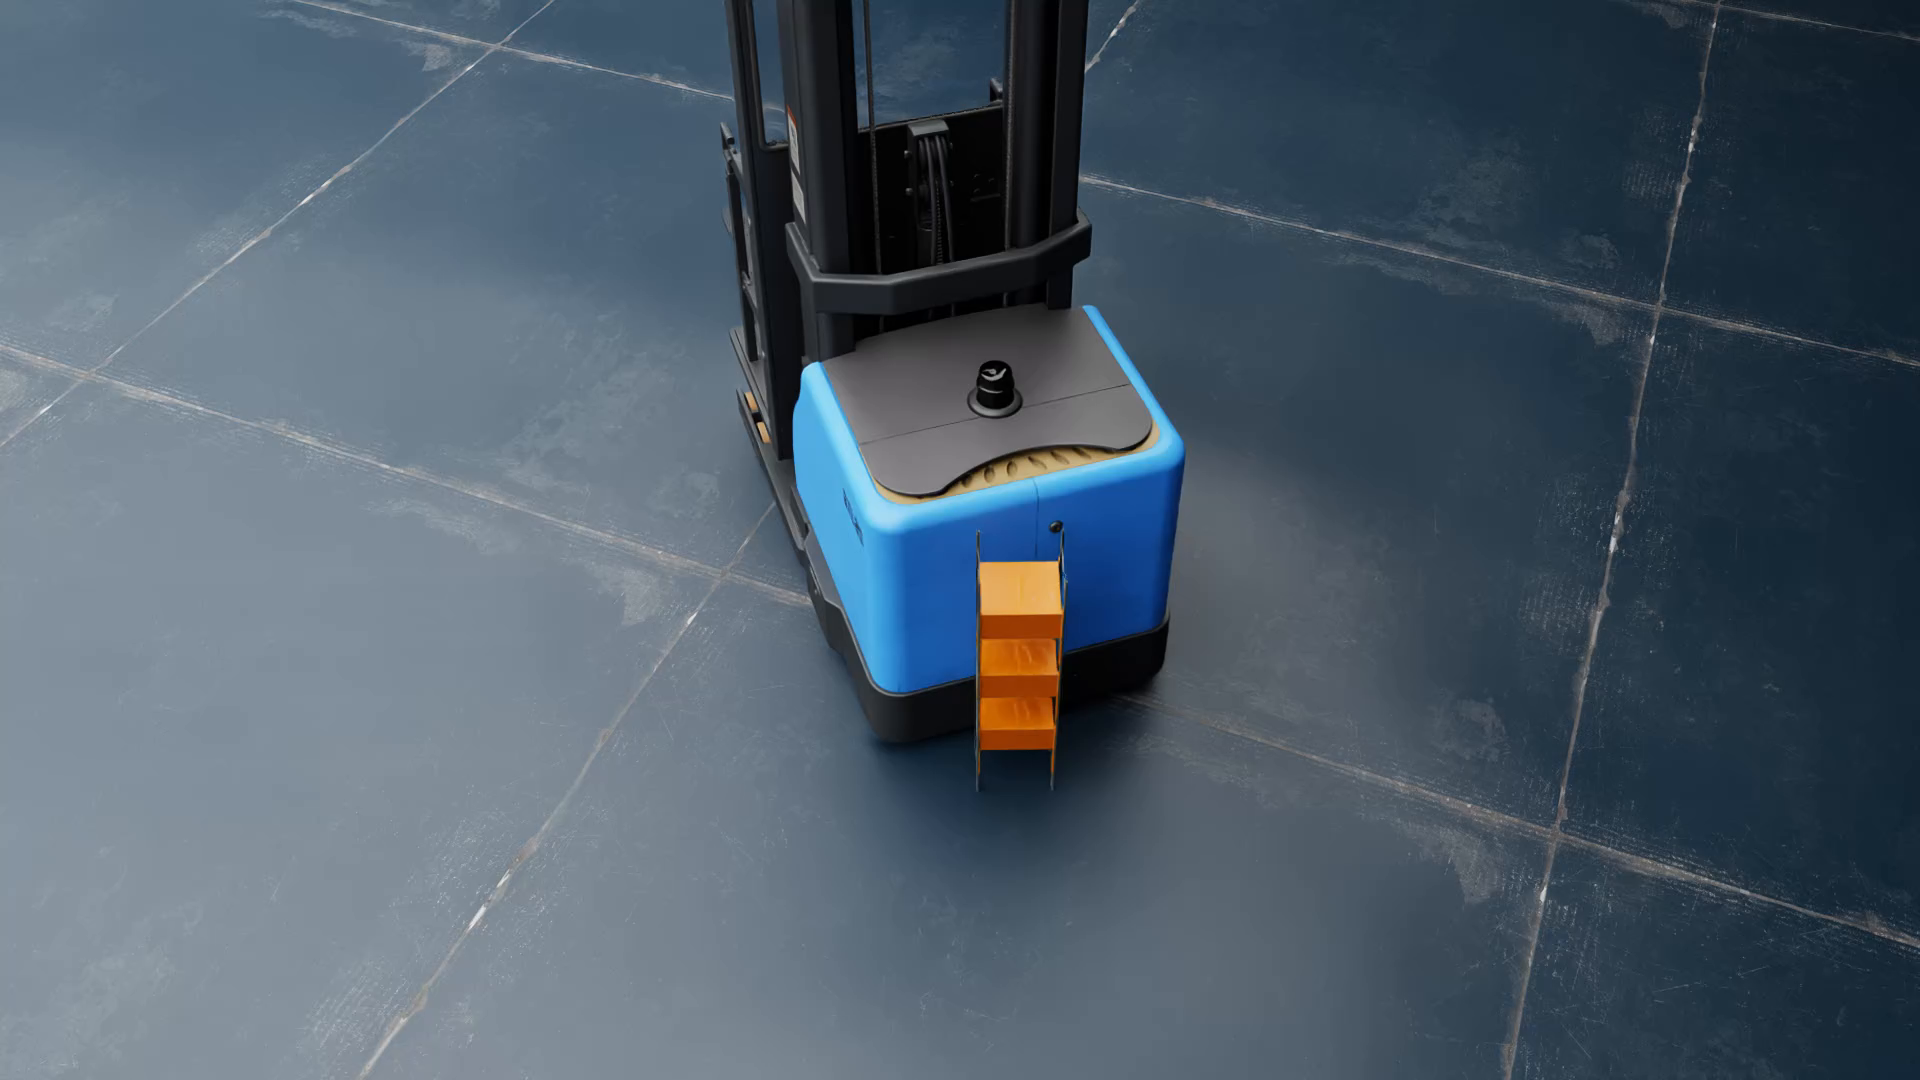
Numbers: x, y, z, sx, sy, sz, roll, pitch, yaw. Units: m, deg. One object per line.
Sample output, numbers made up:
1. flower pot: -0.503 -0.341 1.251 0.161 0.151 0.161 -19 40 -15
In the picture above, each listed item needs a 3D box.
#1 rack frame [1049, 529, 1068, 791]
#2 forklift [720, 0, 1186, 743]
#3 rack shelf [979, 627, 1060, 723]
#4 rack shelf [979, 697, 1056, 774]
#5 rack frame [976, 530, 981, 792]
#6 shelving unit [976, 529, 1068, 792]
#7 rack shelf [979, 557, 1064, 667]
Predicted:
1. rack frame: 0.299 0.394 5.100 0.008 1.050 0.200 -1 48 0
2. forklift: -0.251 -1.429 5.608 1.130 2.935 3.031 -13 46 -13
3. rack shelf: 0.177 0.402 5.107 0.240 0.259 0.215 -1 48 0
4. rack shelf: 0.178 0.588 5.314 0.240 0.259 0.215 -1 48 0
5. rack frame: 0.055 0.396 5.099 0.008 1.050 0.200 -1 48 0
6. shelving unit: 0.177 0.395 5.099 0.252 1.050 0.215 -1 48 0
7. rack shelf: 0.176 0.213 4.896 0.240 0.259 0.215 -1 48 0
